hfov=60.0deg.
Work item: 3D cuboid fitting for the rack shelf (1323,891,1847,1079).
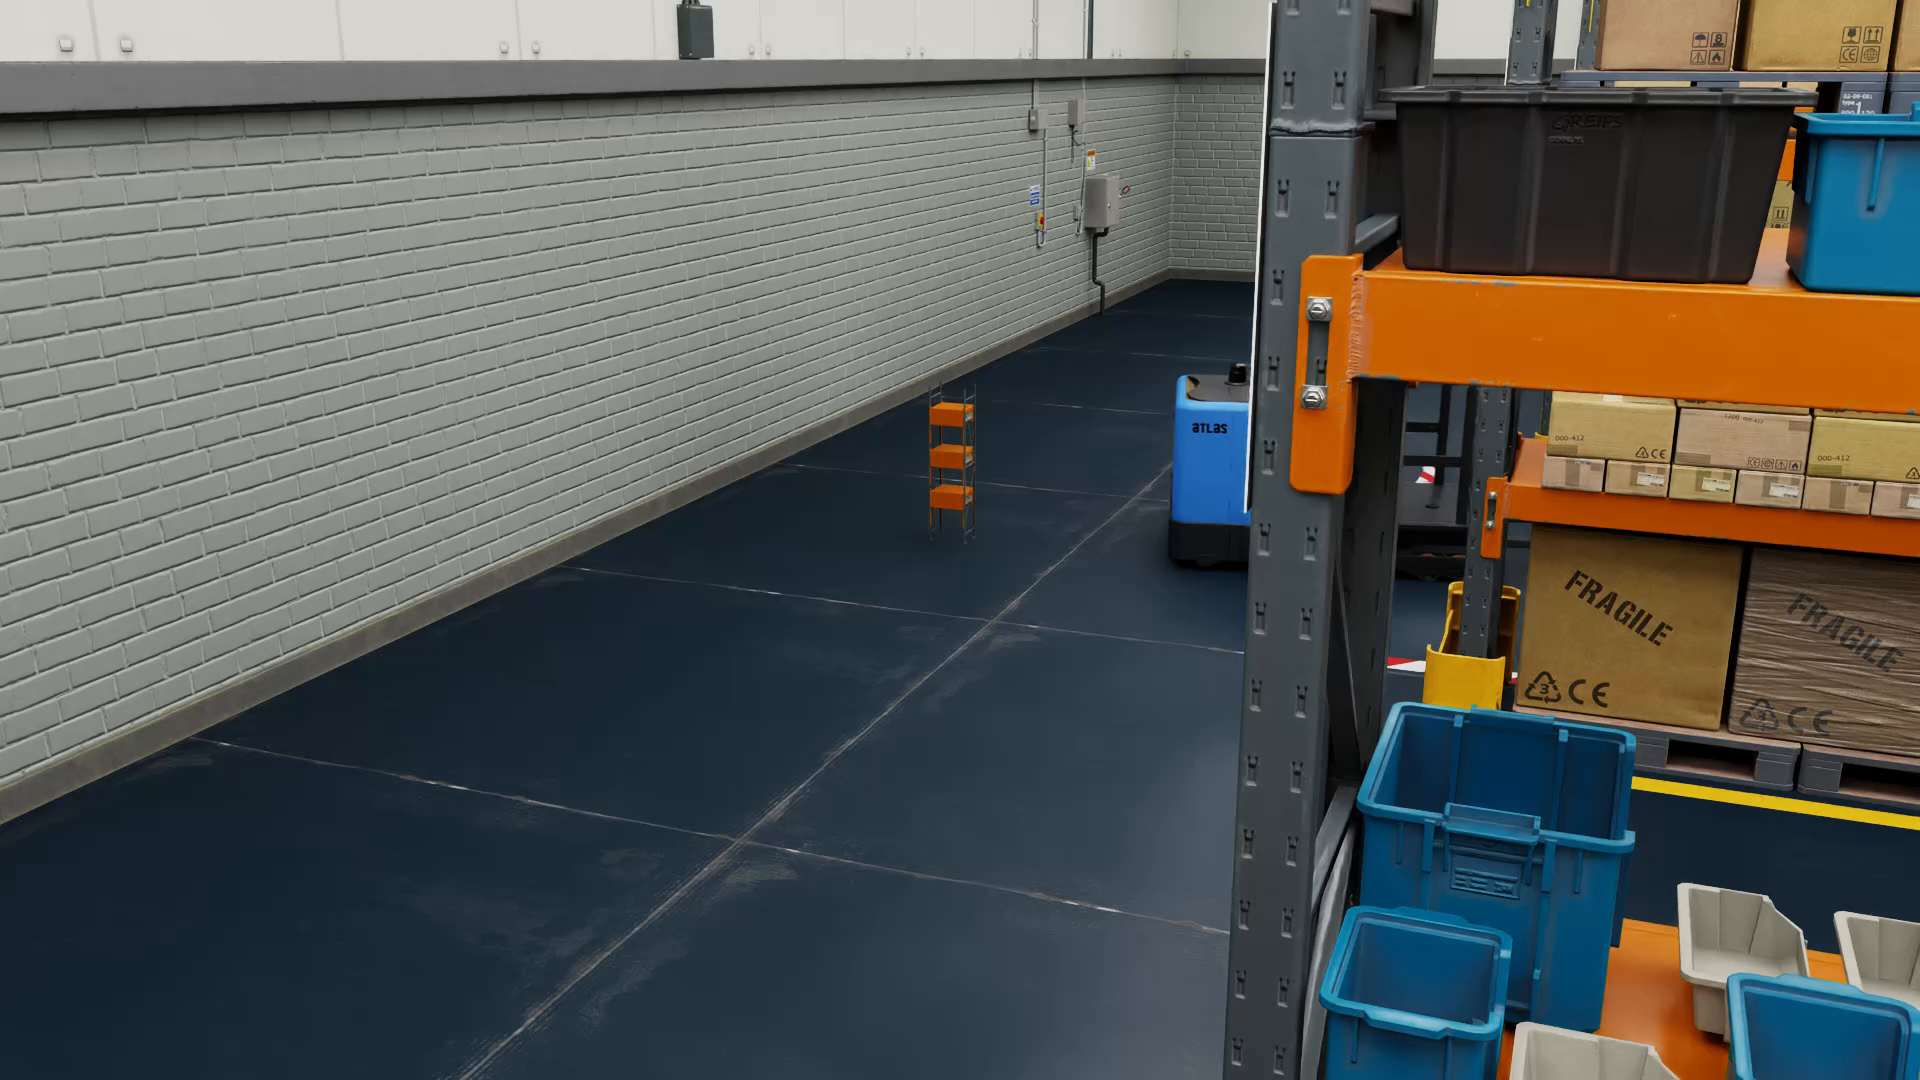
[{"bbox_3d":[2.570,1.256,2.757,4.000,0.370,1.077,6,17,21],"label":"rack shelf"}]

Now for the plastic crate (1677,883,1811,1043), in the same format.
[{"bbox_3d":[1.535,0.840,3.265,0.243,0.136,0.396,6,17,21],"label":"plastic crate"}]

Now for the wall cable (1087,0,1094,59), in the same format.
[{"bbox_3d":[2.104,-7.470,20.697,0.133,3.039,2.988,6,17,21],"label":"wall cable"}]

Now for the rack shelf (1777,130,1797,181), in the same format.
[{"bbox_3d":[4.388,-1.469,6.764,4.000,0.370,1.077,6,17,21],"label":"rack shelf"}]

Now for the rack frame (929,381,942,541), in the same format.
[{"bbox_3d":[-0.163,-0.522,11.089,0.008,1.050,0.200,6,17,21],"label":"rack frame"}]

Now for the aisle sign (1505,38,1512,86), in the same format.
[{"bbox_3d":[2.350,-1.757,7.181,0.004,0.787,0.394,6,17,21],"label":"aisle sign"}]

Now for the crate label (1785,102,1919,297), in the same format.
[{"bbox_3d":[1.450,-0.485,2.350,0.502,0.251,0.408,6,17,21],"label":"crate label"}]

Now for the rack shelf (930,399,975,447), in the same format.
[{"bbox_3d":[-0.050,-0.772,10.970,0.240,0.259,0.215,6,17,21],"label":"rack shelf"}]

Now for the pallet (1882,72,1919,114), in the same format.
[{"bbox_3d":[4.360,-1.779,6.700,1.213,0.211,1.003,6,17,21],"label":"pallet"}]

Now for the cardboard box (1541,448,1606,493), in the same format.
[{"bbox_3d":[2.736,-0.336,7.402,0.250,0.149,0.380,6,17,21],"label":"cardboard box"}]

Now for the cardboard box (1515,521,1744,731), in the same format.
[{"bbox_3d":[3.152,0.285,7.870,0.875,0.875,0.875,6,17,21],"label":"cardboard box"}]

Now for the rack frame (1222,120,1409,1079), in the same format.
[{"bbox_3d":[0.710,0.706,3.362,0.127,3.000,1.000,6,17,21],"label":"rack frame"}]

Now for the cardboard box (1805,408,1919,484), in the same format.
[{"bbox_3d":[3.827,-0.427,6.998,0.500,0.250,0.500,6,17,19],"label":"cardboard box"}]

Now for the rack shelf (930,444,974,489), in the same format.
[{"bbox_3d":[-0.050,-0.499,11.049,0.240,0.259,0.215,6,17,21],"label":"rack shelf"}]

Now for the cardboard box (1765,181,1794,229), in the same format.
[{"bbox_3d":[5.709,-2.302,11.217,0.500,0.500,0.500,6,17,19],"label":"cardboard box"}]

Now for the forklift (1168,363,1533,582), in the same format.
[{"bbox_3d":[2.883,-1.307,10.418,3.031,2.935,1.130,2,16,8],"label":"forklift"}]

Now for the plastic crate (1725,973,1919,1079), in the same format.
[{"bbox_3d":[1.431,0.936,2.764,0.300,0.233,0.416,6,17,21],"label":"plastic crate"}]

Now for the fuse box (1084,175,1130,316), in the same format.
[{"bbox_3d":[1.816,-3.631,20.611,0.414,1.711,0.539,6,17,21],"label":"fuse box"}]

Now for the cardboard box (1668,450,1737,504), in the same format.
[{"bbox_3d":[3.214,-0.284,7.223,0.250,0.149,0.380,6,17,19],"label":"cardboard box"}]

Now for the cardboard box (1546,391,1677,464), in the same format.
[{"bbox_3d":[2.875,-0.530,7.356,0.500,0.250,0.500,6,17,19],"label":"cardboard box"}]

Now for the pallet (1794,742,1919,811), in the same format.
[{"bbox_3d":[4.431,0.947,7.532,1.213,0.211,1.003,6,17,21],"label":"pallet"}]

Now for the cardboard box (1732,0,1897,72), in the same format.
[{"bbox_3d":[3.510,-2.189,6.841,0.500,0.500,0.700,6,17,19],"label":"cardboard box"}]

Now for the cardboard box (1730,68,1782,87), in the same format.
[{"bbox_3d":[5.253,-3.056,11.209,0.500,0.250,0.500,7,18,22],"label":"cardboard box"}]

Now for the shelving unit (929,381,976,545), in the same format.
[{"bbox_3d":[-0.050,-0.510,11.046,0.252,1.050,0.215,6,17,21],"label":"shelving unit"}]

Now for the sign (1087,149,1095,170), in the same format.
[{"bbox_3d":[1.603,-4.653,20.340,0.001,0.242,0.339,6,17,21],"label":"sign"}]

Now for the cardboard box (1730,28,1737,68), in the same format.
[{"bbox_3d":[5.240,-3.298,11.145,0.500,0.250,0.500,6,17,20],"label":"cardboard box"}]

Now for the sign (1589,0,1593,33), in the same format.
[{"bbox_3d":[4.242,-3.574,11.157,0.005,0.325,0.100,6,17,21],"label":"sign"}]

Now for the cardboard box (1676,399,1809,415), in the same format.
[{"bbox_3d":[3.340,-0.839,7.075,0.500,0.500,0.500,6,17,19],"label":"cardboard box"}]

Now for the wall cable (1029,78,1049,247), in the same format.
[{"bbox_3d":[0.909,-4.223,18.460,0.123,1.953,0.585,6,17,21],"label":"wall cable"}]

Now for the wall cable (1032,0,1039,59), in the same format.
[{"bbox_3d":[0.769,-6.539,17.556,0.029,3.000,0.463,6,17,21],"label":"wall cable"}]

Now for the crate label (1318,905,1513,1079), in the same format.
[{"bbox_3d":[0.819,0.868,2.996,0.303,0.233,0.416,6,17,21],"label":"crate label"}]

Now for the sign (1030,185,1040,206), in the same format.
[{"bbox_3d":[0.835,-3.843,18.547,0.001,0.218,0.327,6,17,21],"label":"sign"}]

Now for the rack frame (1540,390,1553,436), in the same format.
[{"bbox_3d":[4.441,-1.855,12.182,0.127,3.000,1.000,6,17,21],"label":"rack frame"}]

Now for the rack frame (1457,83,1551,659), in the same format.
[{"bbox_3d":[2.527,-0.579,7.787,0.127,3.000,1.000,6,17,21],"label":"rack frame"}]

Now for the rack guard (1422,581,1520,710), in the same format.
[{"bbox_3d":[2.505,0.619,8.144,0.348,0.500,1.175,6,17,21],"label":"rack guard"}]

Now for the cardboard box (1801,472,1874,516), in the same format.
[{"bbox_3d":[3.693,-0.231,7.041,0.250,0.149,0.380,6,17,20],"label":"cardboard box"}]
